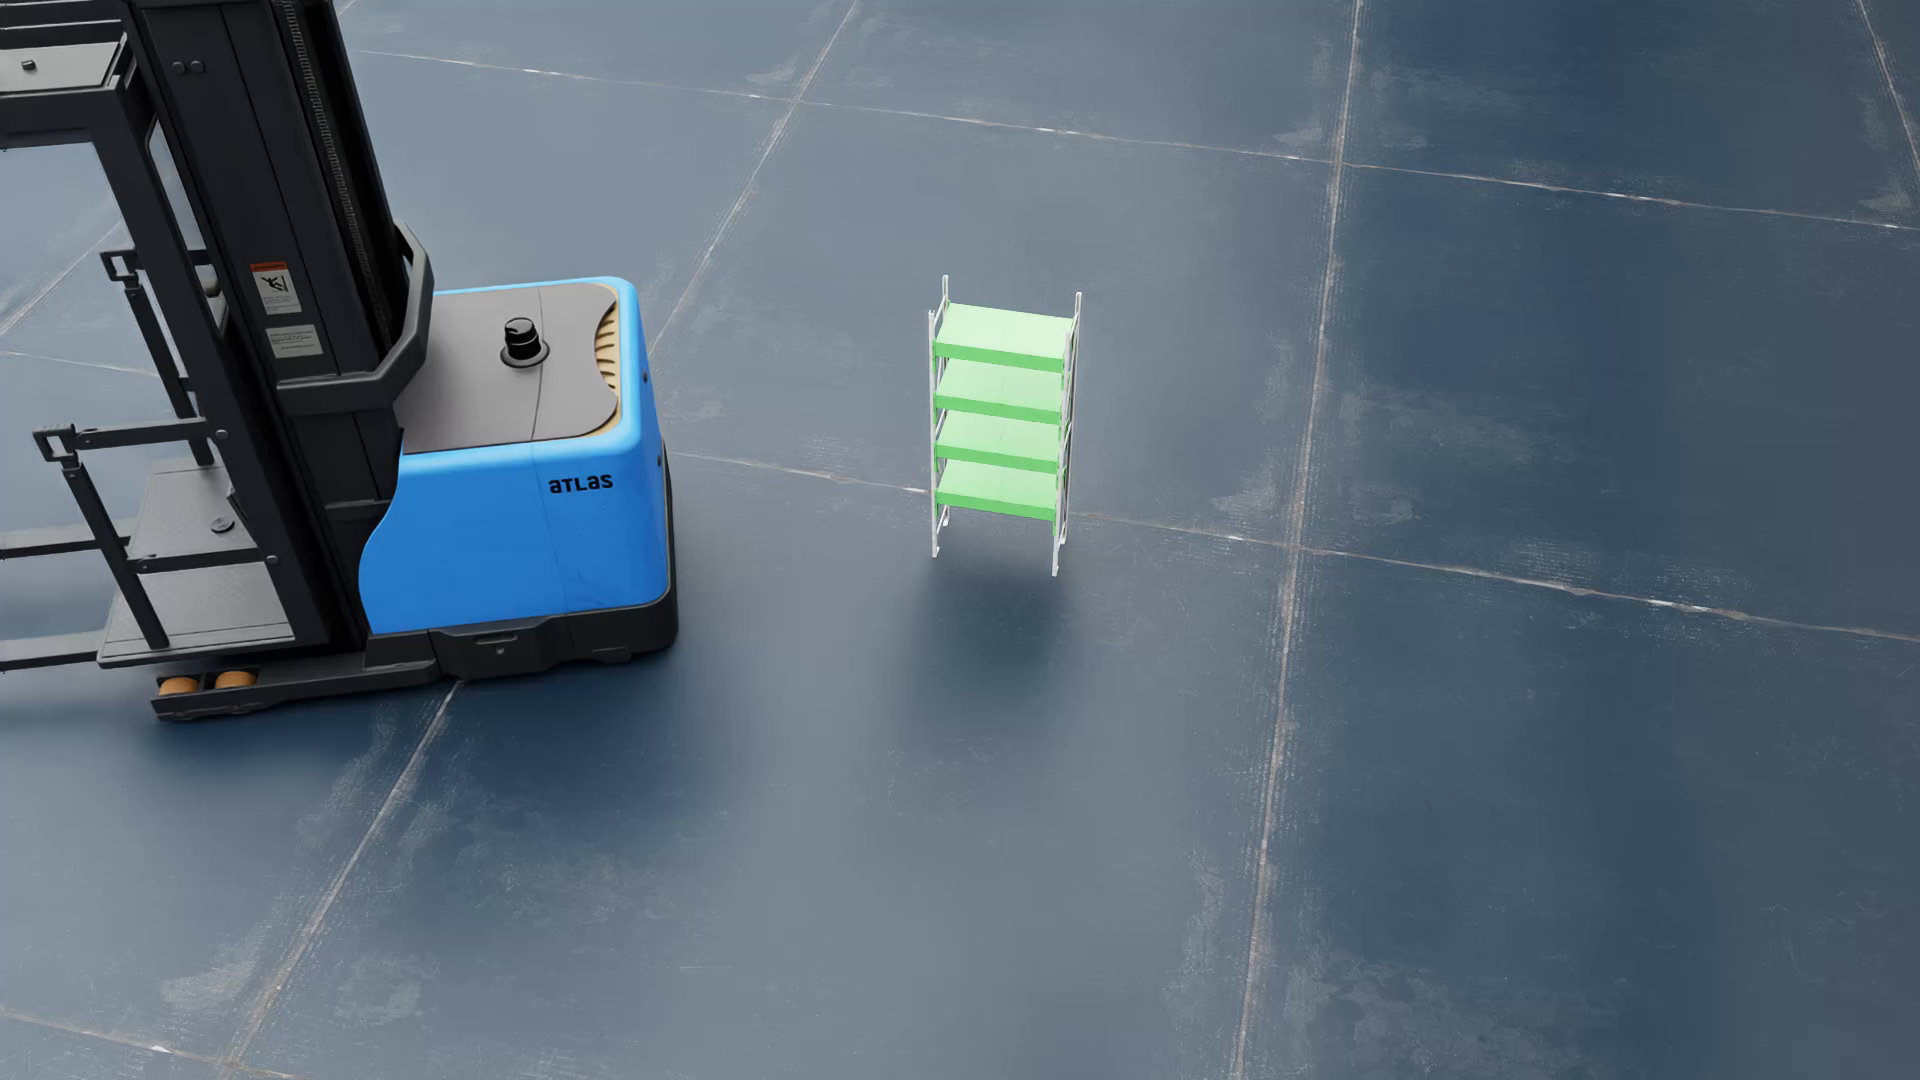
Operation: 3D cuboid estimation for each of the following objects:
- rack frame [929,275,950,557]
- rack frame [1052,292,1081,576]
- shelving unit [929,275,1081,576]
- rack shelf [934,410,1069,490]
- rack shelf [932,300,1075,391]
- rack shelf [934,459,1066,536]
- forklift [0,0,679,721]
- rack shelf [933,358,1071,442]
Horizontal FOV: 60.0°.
[{"bbox_3d":[-0.077,-0.444,6.346,0.015,1.200,0.240,9,45,9],"label":"rack frame"},{"bbox_3d":[0.400,-0.370,6.269,0.015,1.200,0.240,9,45,9],"label":"rack frame"},{"bbox_3d":[0.162,-0.407,6.308,0.503,1.200,0.258,9,45,9],"label":"shelving unit"},{"bbox_3d":[0.162,-0.361,6.352,0.480,0.148,0.258,9,45,9],"label":"rack shelf"},{"bbox_3d":[0.162,-0.707,6.019,0.480,0.148,0.258,9,45,9],"label":"rack shelf"},{"bbox_3d":[0.162,-0.188,6.519,0.480,0.148,0.258,9,45,9],"label":"rack shelf"},{"bbox_3d":[-2.628,-0.793,5.461,3.031,2.935,1.130,-6,44,-7],"label":"forklift"},{"bbox_3d":[0.162,-0.534,6.186,0.480,0.148,0.258,9,45,9],"label":"rack shelf"}]
